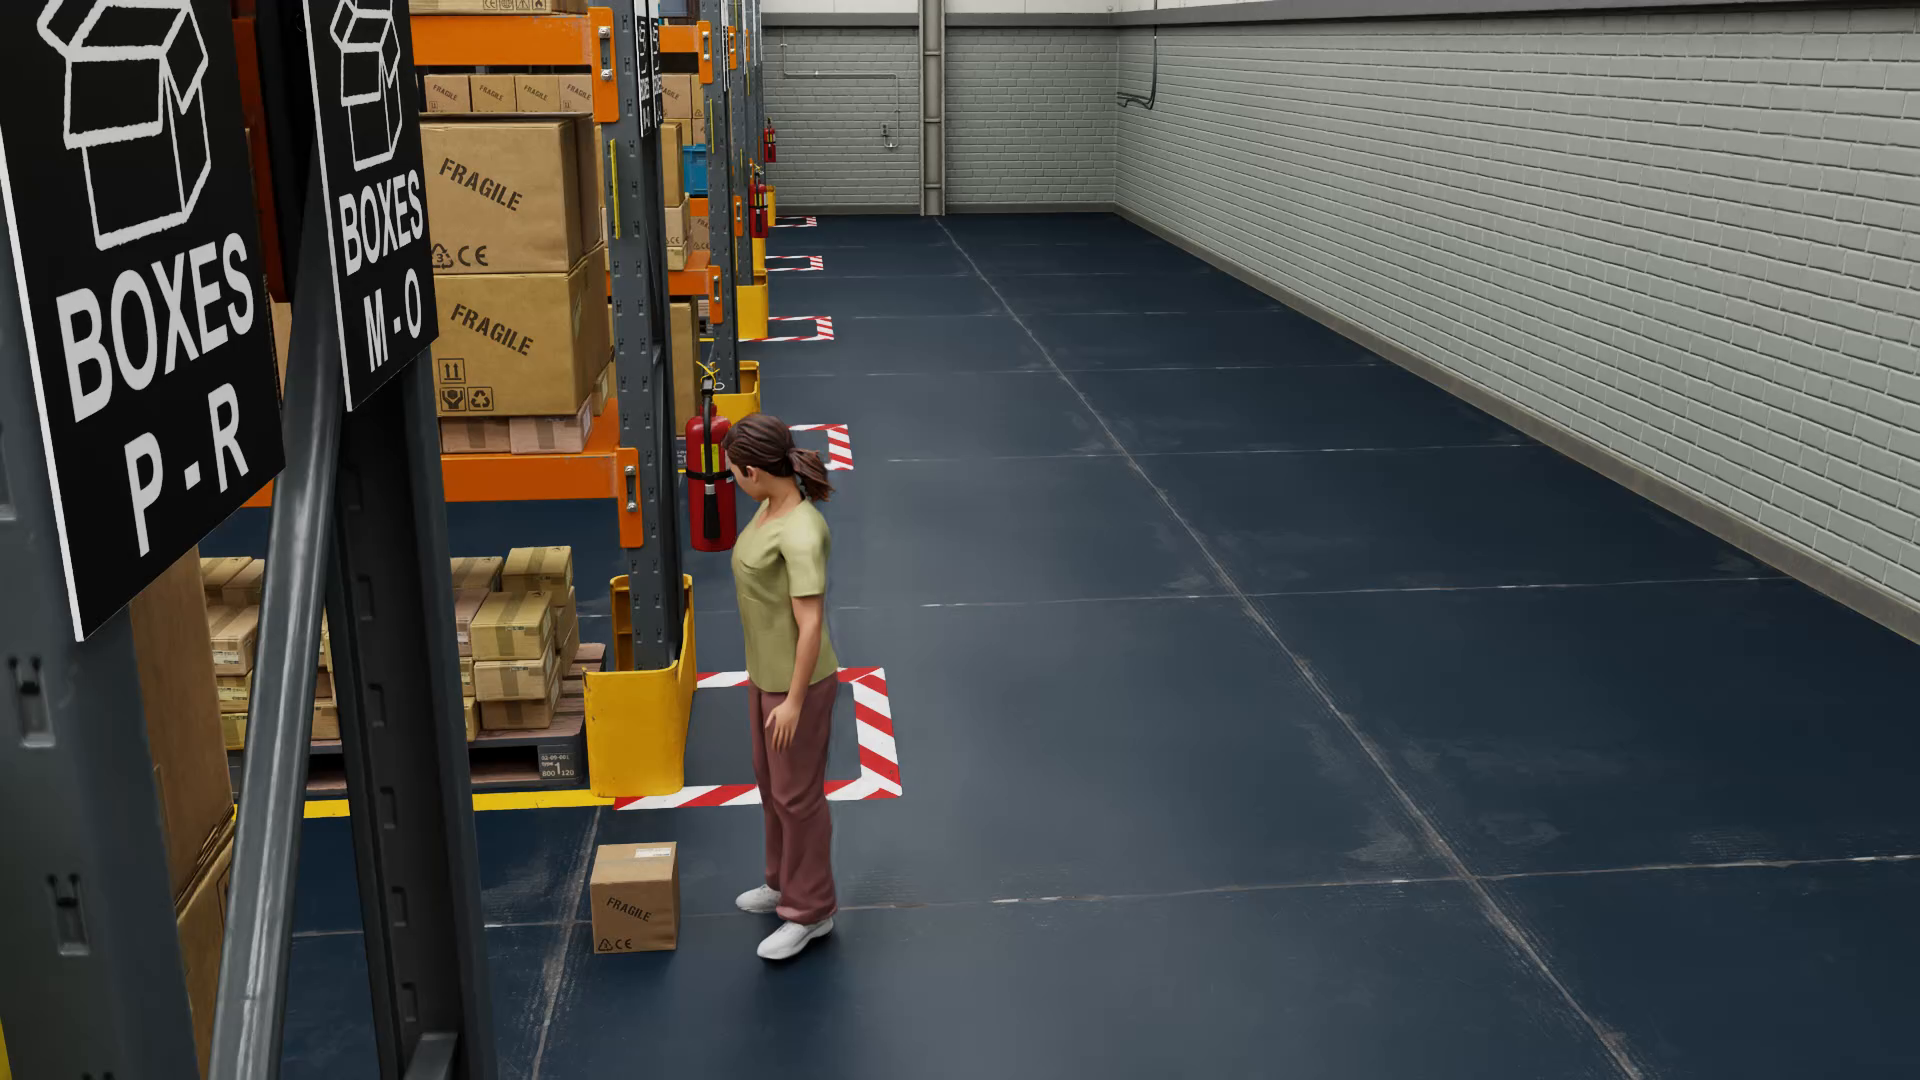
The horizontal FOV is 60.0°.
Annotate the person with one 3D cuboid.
[{"bbox_3d":[-0.520,0.450,5.057,0.334,1.706,0.534,-6,18,-20],"label":"person"}]
